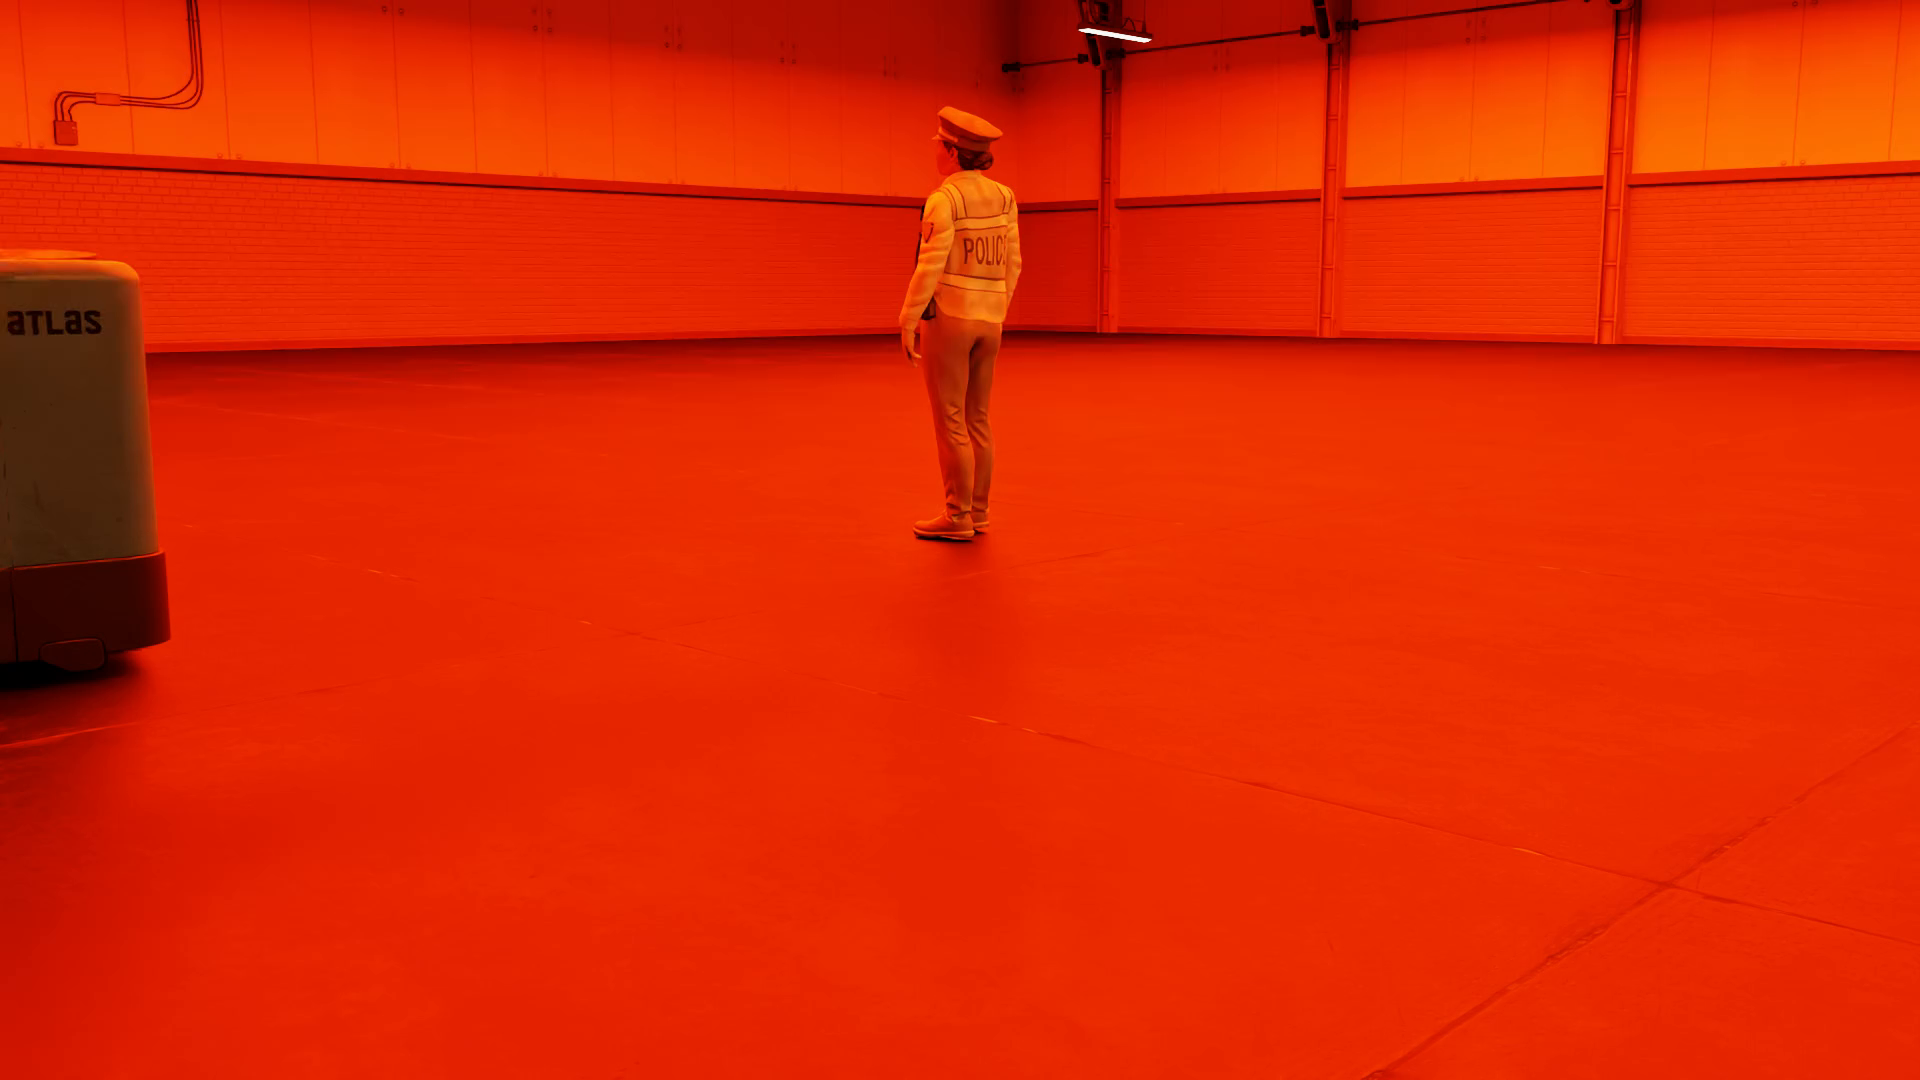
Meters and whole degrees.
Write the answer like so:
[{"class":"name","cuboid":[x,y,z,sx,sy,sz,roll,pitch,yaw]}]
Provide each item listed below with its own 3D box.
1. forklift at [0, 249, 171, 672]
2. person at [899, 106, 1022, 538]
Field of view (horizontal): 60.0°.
[{"class":"forklift","cuboid":[-3.589,-1.028,3.698,3.031,2.935,1.130,-7,11,-37]},{"class":"person","cuboid":[-0.044,-0.853,6.642,0.531,1.695,0.586,8,12,43]}]
